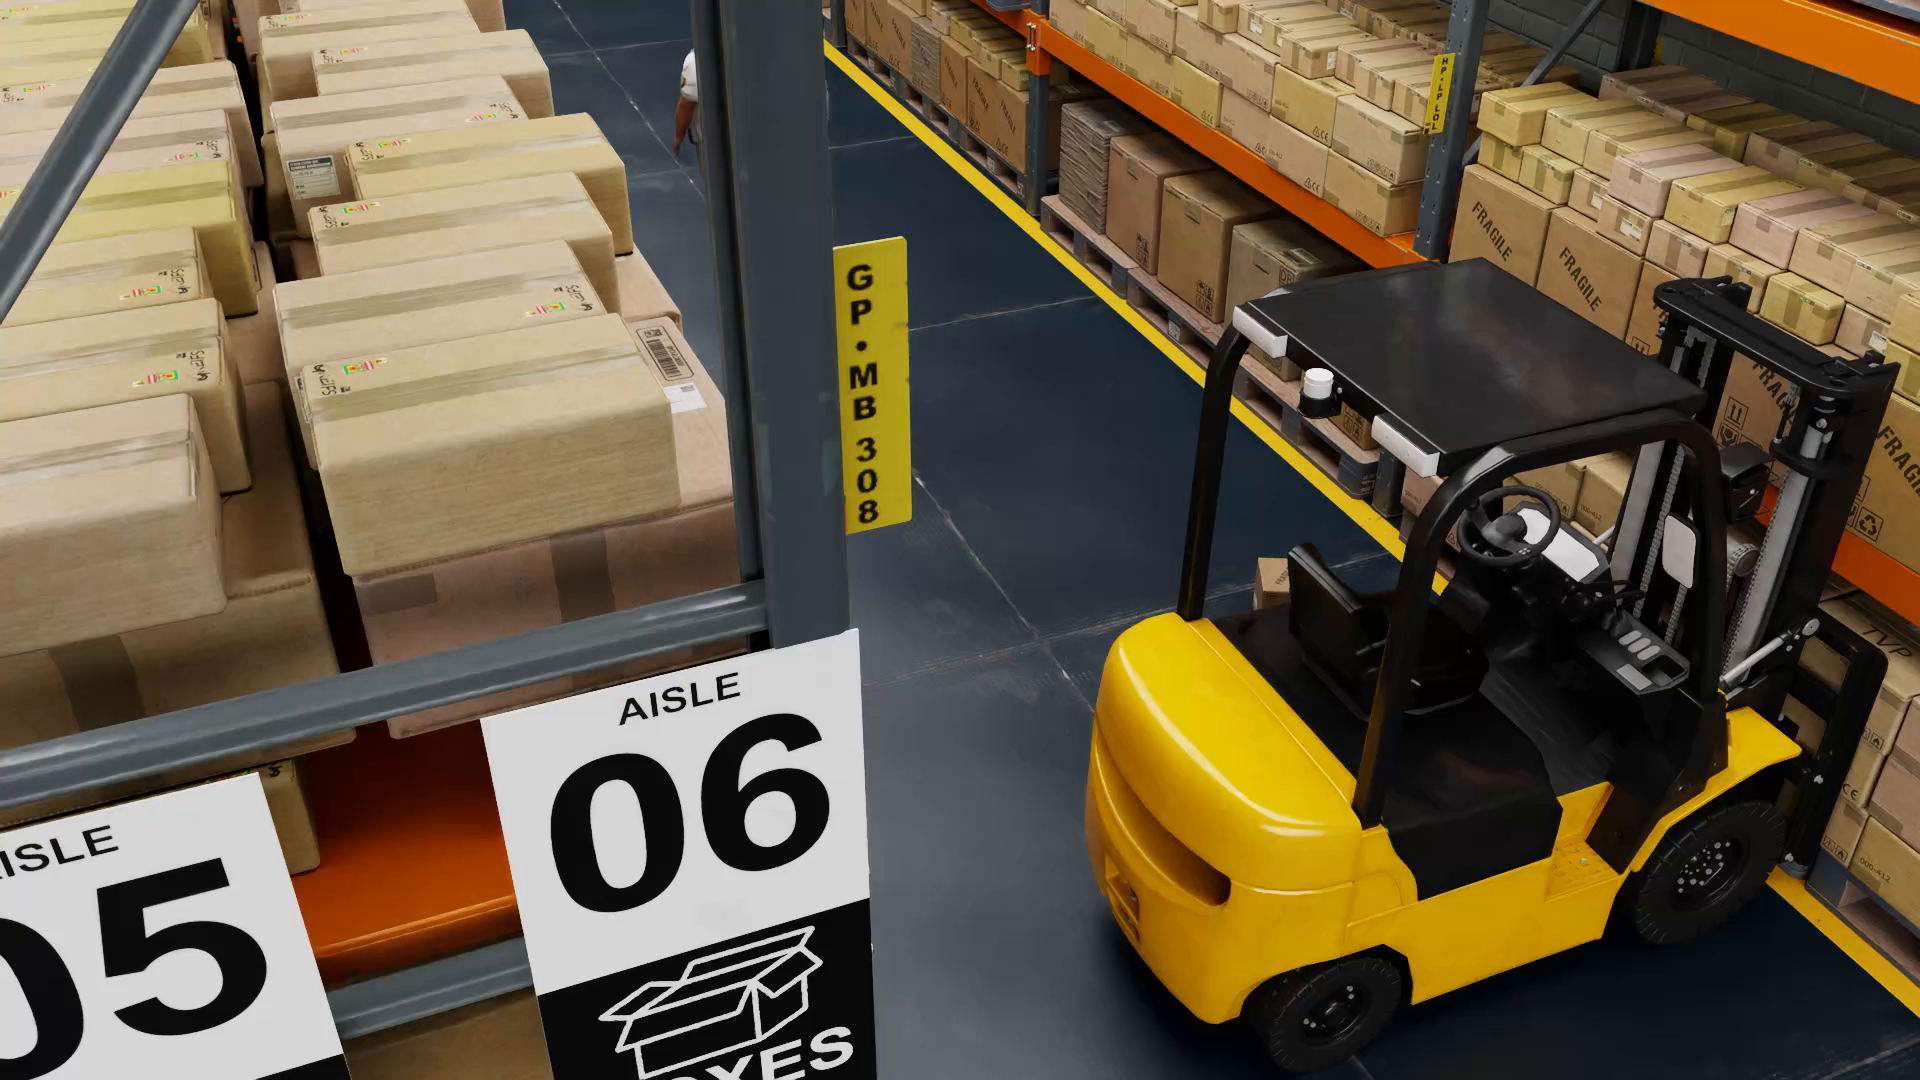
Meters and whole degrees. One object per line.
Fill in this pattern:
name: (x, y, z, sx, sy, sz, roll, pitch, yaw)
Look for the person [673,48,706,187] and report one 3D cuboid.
person: (-1.400, -2.409, 9.768, 0.576, 1.718, 0.989, -18, 37, -25)
